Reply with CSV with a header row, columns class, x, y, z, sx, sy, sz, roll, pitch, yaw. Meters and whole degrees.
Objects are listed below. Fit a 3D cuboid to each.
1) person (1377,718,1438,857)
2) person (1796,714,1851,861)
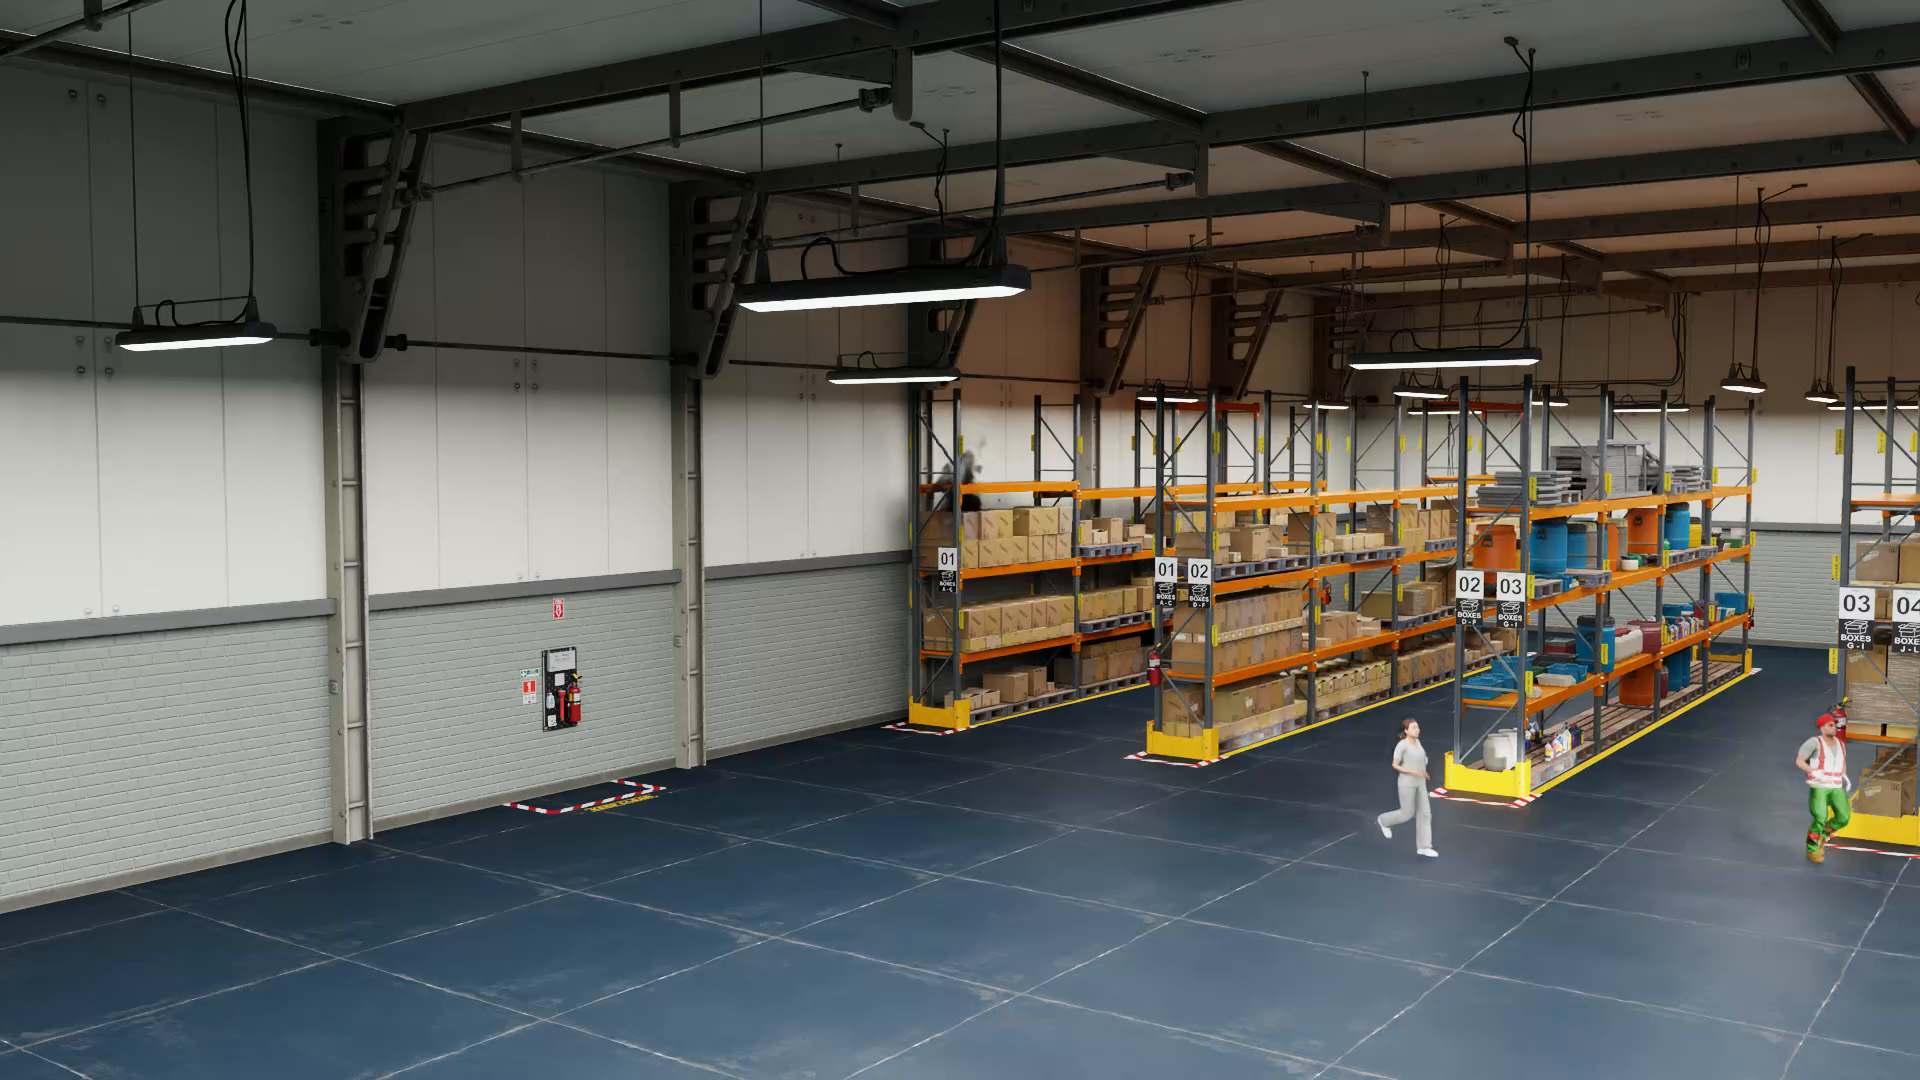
class,x,y,z,sx,sy,sz,roll,pitch,yaw
person,5.525,3.001,20.377,0.570,1.645,0.924,-2,4,-33
person,10.442,2.986,20.006,0.680,1.759,0.521,0,3,-6
